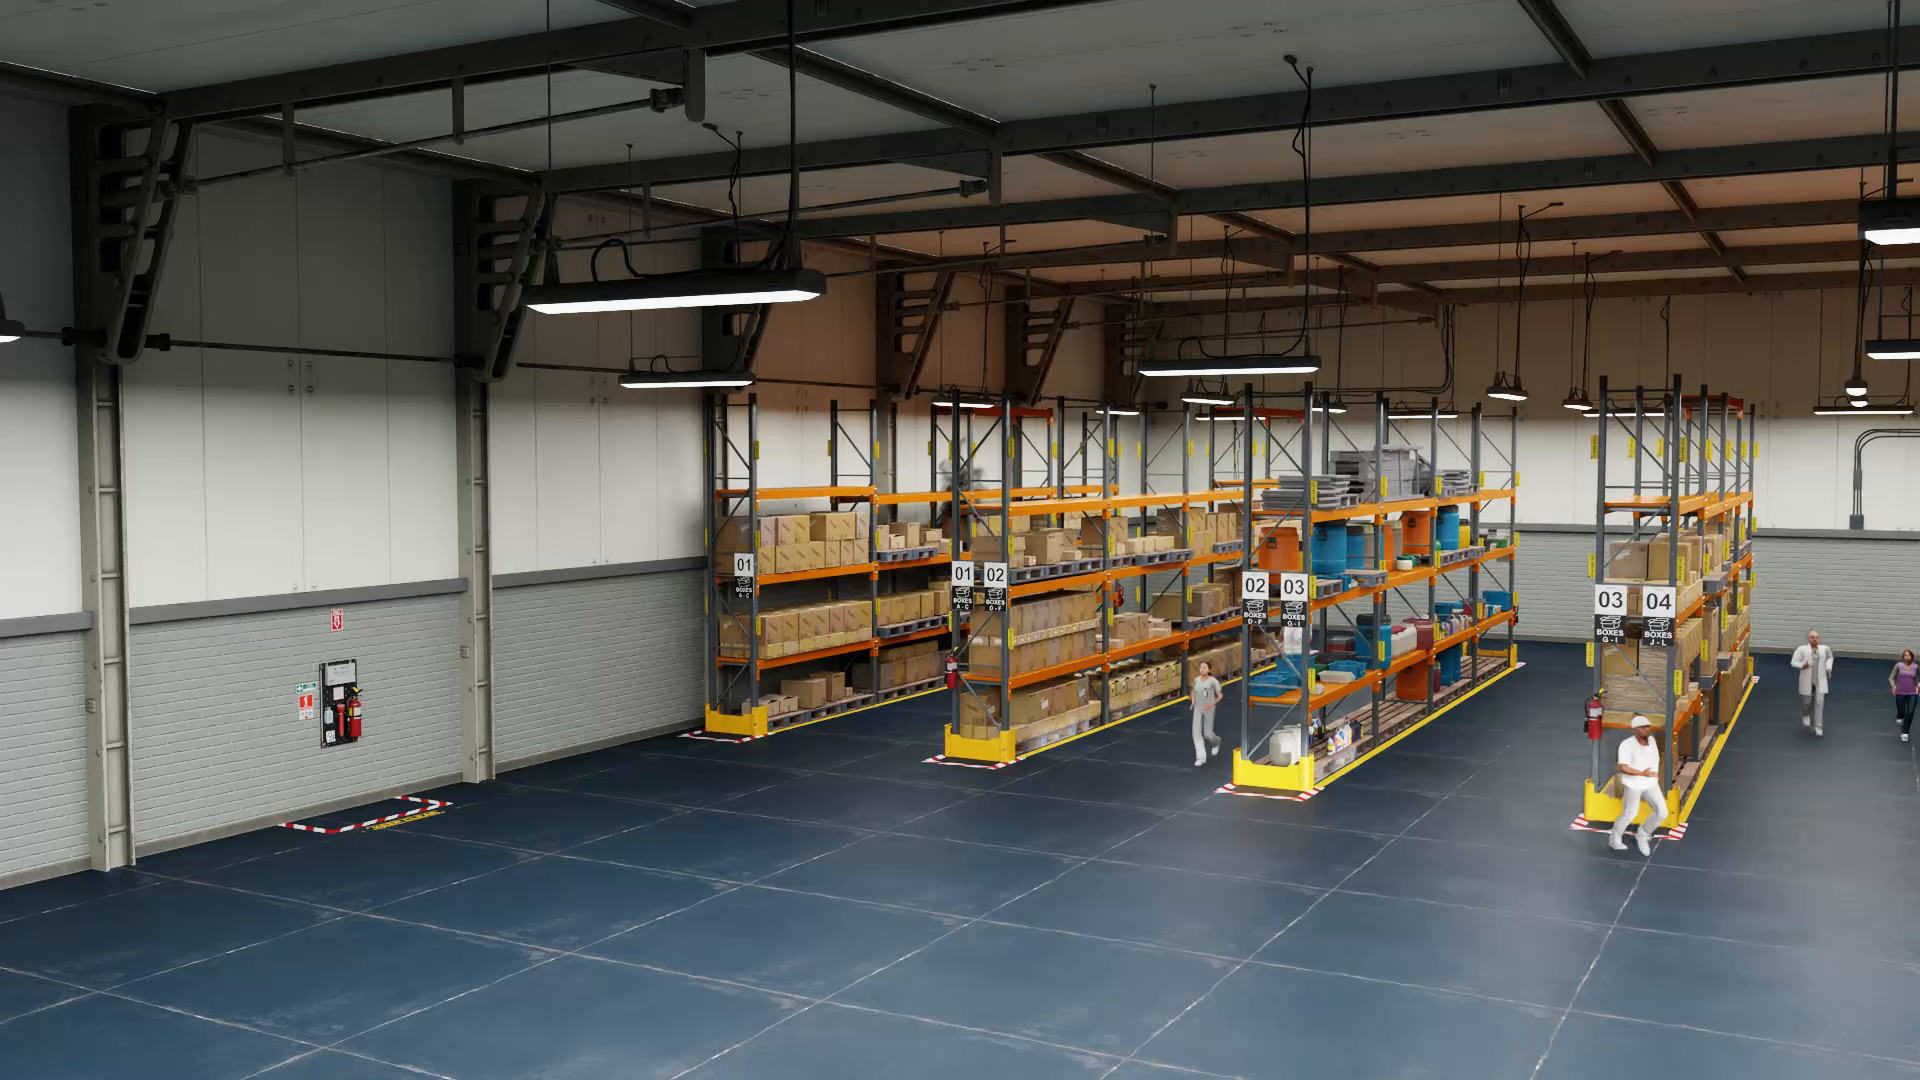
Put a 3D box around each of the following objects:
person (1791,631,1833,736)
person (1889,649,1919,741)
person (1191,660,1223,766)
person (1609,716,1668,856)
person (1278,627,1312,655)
[{"bbox_3d":[15.060,2.522,29.368,0.708,1.734,1.050,1,3,19],"label":"person"},{"bbox_3d":[16.438,2.677,28.878,0.542,1.562,0.587,1,3,26],"label":"person"},{"bbox_3d":[3.928,2.741,26.571,0.579,1.651,0.790,2,4,32],"label":"person"},{"bbox_3d":[8.377,3.011,20.420,0.715,1.730,0.842,-1,3,-16],"label":"person"},{"bbox_3d":[6.722,2.302,33.459,0.695,1.763,0.955,1,3,21],"label":"person"}]
